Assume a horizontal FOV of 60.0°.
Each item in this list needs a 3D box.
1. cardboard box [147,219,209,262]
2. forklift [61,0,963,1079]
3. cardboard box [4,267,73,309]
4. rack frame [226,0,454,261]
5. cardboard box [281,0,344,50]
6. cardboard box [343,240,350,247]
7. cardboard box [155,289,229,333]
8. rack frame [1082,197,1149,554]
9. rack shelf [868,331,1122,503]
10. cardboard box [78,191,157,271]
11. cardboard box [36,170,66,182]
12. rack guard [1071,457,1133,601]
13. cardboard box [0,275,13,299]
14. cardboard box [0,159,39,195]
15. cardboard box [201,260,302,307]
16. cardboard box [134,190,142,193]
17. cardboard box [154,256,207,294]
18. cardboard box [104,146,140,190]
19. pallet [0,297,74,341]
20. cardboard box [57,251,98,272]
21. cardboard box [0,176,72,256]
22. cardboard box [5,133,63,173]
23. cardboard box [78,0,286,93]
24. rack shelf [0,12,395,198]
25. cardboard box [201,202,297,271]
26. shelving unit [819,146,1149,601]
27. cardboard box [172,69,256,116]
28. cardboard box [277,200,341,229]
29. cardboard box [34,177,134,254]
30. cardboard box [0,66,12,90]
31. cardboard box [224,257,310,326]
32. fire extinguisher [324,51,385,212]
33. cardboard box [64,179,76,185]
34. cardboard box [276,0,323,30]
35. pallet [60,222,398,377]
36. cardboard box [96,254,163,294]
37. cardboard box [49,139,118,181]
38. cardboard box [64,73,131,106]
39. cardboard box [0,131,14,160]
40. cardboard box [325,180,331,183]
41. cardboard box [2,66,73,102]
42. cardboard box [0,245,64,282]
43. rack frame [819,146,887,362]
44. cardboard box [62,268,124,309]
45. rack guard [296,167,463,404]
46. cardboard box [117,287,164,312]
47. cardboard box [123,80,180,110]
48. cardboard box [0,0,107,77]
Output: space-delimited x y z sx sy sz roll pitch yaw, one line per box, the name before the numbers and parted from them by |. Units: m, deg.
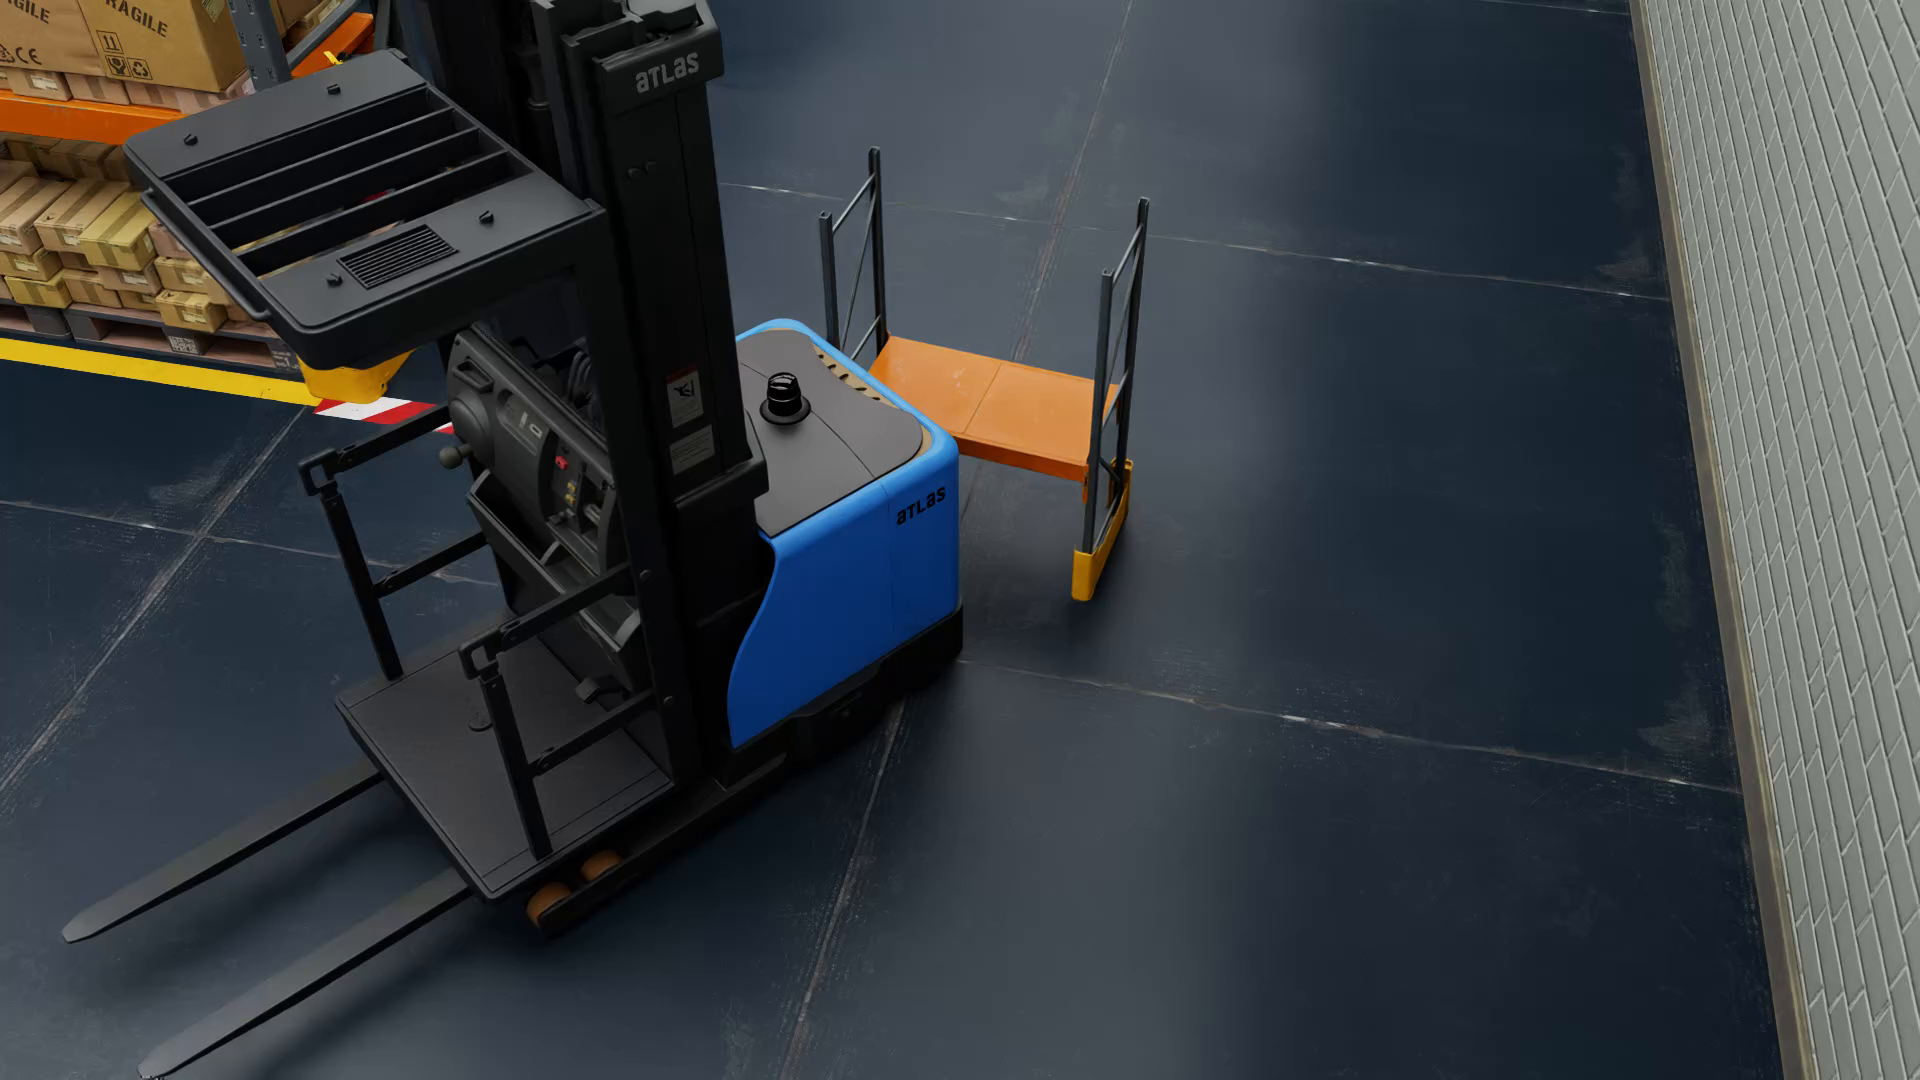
cardboard box | -3.365 -1.408 7.374 0.250 0.149 0.380 10 45 10
forklift | -1.433 -0.194 4.838 3.031 2.935 1.130 -31 52 -28
cardboard box | -4.138 -1.241 7.629 0.250 0.149 0.380 7 44 7
rack frame | -2.560 -2.084 6.753 0.127 3.000 1.000 9 45 9
cardboard box | -2.805 -2.265 7.121 0.250 0.149 0.380 8 45 9
cardboard box | -3.002 -1.505 7.903 0.250 0.149 0.380 10 45 10
cardboard box | -3.392 -1.118 7.501 0.250 0.149 0.380 10 45 10
rack frame | 0.567 -0.498 6.186 0.032 1.500 0.500 14 46 14
rack shelf | 0.088 -0.487 6.434 1.000 0.185 0.538 14 46 14
cardboard box | -3.645 -1.362 7.326 0.250 0.149 0.380 8 44 8
cardboard box | -4.309 -1.727 7.920 0.250 0.149 0.380 11 45 11
rack guard | 0.566 -0.048 6.620 0.087 0.250 0.587 14 46 14
cardboard box | -4.400 -1.296 7.686 0.250 0.149 0.380 10 45 10
cardboard box | -4.391 -1.562 7.534 0.250 0.149 0.380 7 44 8
cardboard box | -3.138 -1.202 7.375 0.250 0.149 0.380 8 44 8
cardboard box | -3.755 -1.738 7.931 0.250 0.149 0.380 10 45 10
cardboard box | -3.381 -1.279 7.454 0.250 0.149 0.380 8 44 8
cardboard box | -3.771 -1.799 7.780 0.250 0.149 0.380 7 44 7
pallet | -4.606 -1.424 8.078 1.213 0.211 1.003 9 45 9
cardboard box | -3.885 -1.390 7.570 0.250 0.149 0.380 8 45 9
cardboard box | -4.158 -1.447 7.414 0.250 0.149 0.380 10 45 11
cardboard box | -4.286 -1.918 7.904 0.250 0.149 0.380 9 45 10
cardboard box | -3.055 -2.121 6.504 0.500 0.500 0.500 10 45 10
rack shelf | -4.512 -2.128 7.317 4.000 0.370 1.077 9 45 9
cardboard box | -3.132 -1.332 7.294 0.250 0.149 0.380 9 45 10
shelving unit | 0.097 -0.614 6.307 1.083 1.500 0.587 14 46 14
cardboard box | -2.940 -1.852 6.692 0.250 0.149 0.380 9 45 9
cardboard box | -3.015 -1.569 7.755 0.250 0.149 0.380 11 45 11
cardboard box | -3.884 -1.444 7.411 0.250 0.149 0.380 7 44 7
cardboard box | -3.927 -2.025 6.872 0.250 0.149 0.380 7 44 7
cardboard box | -3.119 -1.147 7.532 0.250 0.149 0.380 10 45 10
fire extinguisher | -2.415 -1.572 6.545 0.183 0.674 0.296 9 45 9
cardboard box | -4.035 -1.714 7.906 0.250 0.149 0.380 7 44 7
cardboard box | -2.938 -2.483 6.880 0.500 0.500 0.500 11 45 11
pallet | -3.419 -1.238 7.884 1.213 0.211 1.003 9 45 9
cardboard box | -3.645 -1.280 7.455 0.250 0.149 0.380 7 44 7
cardboard box | -4.039 -1.847 7.830 0.250 0.149 0.380 10 45 11
cardboard box | -3.423 -1.943 6.787 0.250 0.149 0.380 8 45 9
cardboard box | -4.552 -1.891 7.876 0.250 0.149 0.380 9 45 9
cardboard box | -2.997 -1.732 7.711 0.250 0.149 0.380 7 44 7
cardboard box | -3.677 -1.966 6.810 0.250 0.149 0.380 10 45 10
cardboard box | -4.153 -1.350 7.528 0.250 0.149 0.380 9 45 10
rack frame | -0.391 -0.735 6.432 0.032 1.500 0.500 14 46 14
cardboard box | -3.875 -1.244 7.633 0.250 0.149 0.380 9 45 9
rack guard | -2.634 -1.195 7.631 0.348 0.500 1.175 9 45 9
cardboard box | -3.631 -1.216 7.603 0.250 0.149 0.380 9 45 9
cardboard box | -3.175 -1.915 6.758 0.250 0.149 0.380 9 45 9
cardboard box | -3.556 -2.203 6.589 0.500 0.500 0.500 8 45 8
